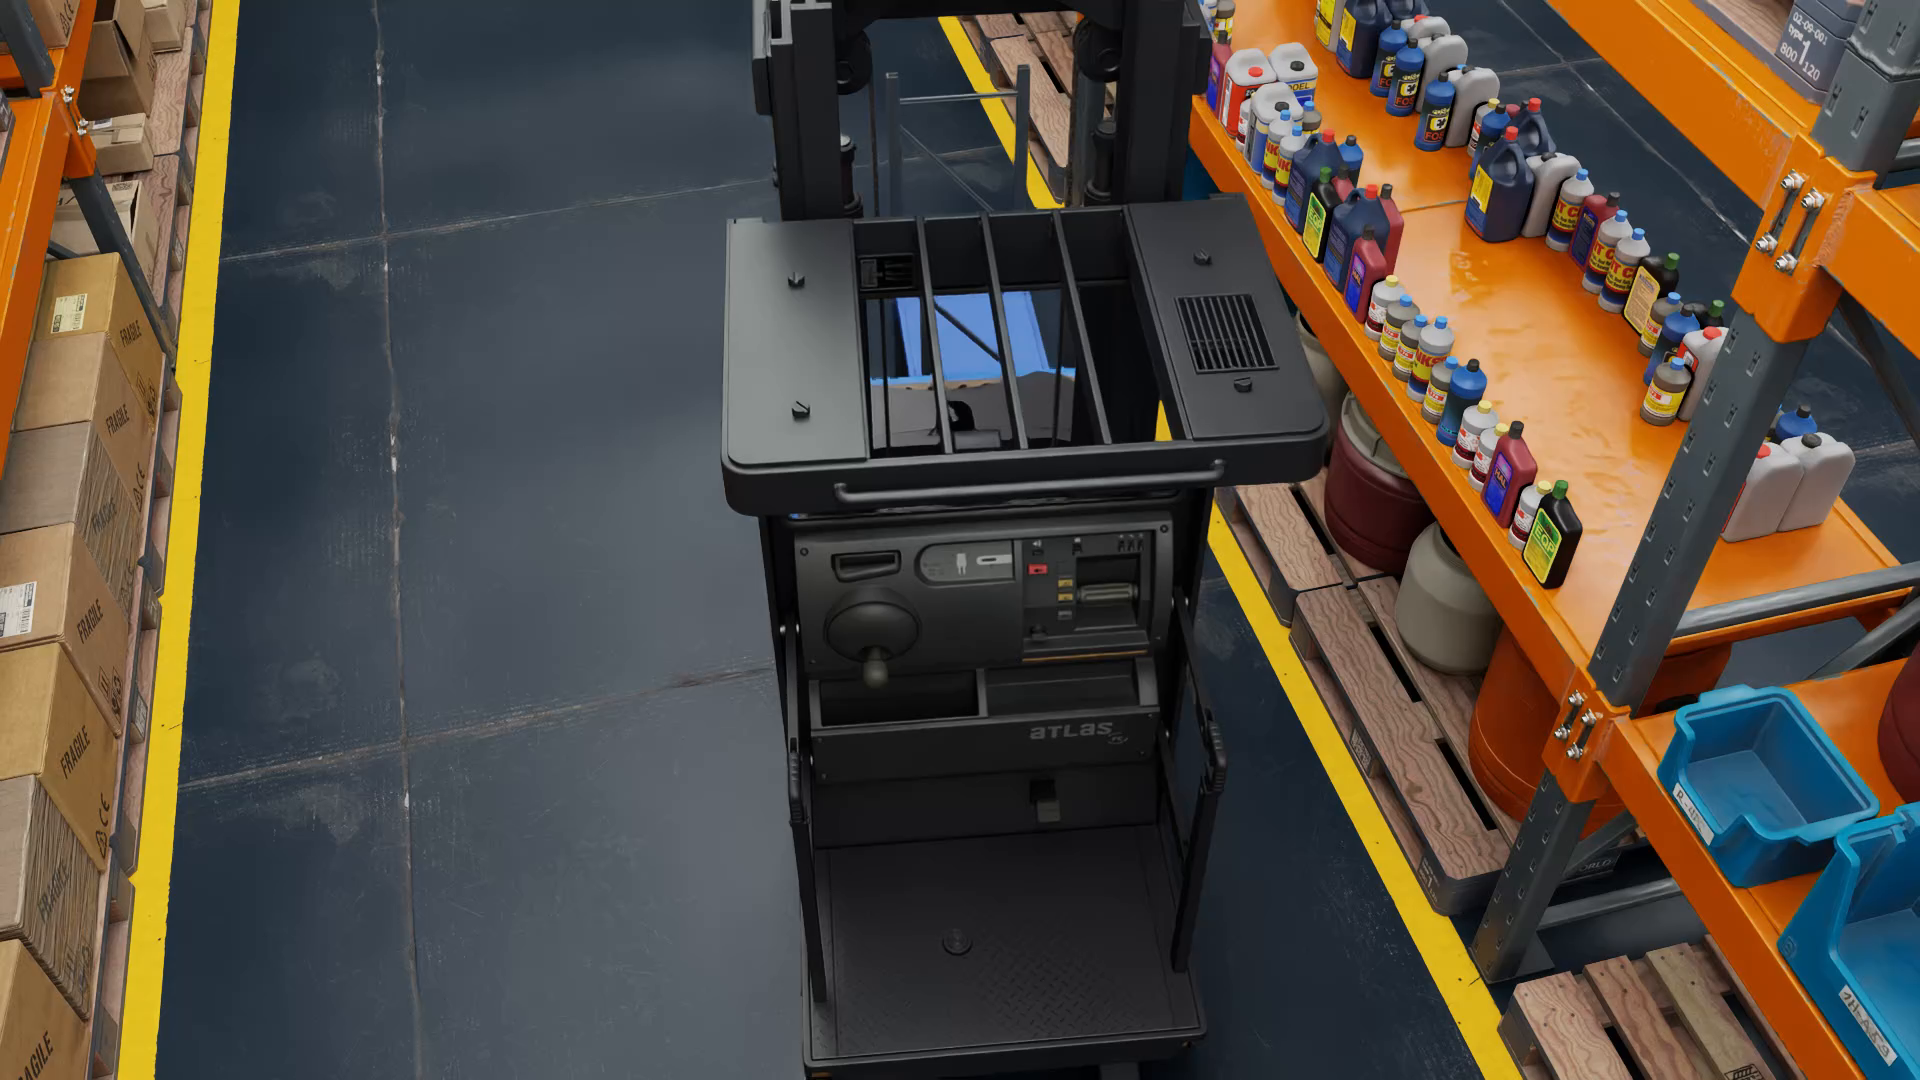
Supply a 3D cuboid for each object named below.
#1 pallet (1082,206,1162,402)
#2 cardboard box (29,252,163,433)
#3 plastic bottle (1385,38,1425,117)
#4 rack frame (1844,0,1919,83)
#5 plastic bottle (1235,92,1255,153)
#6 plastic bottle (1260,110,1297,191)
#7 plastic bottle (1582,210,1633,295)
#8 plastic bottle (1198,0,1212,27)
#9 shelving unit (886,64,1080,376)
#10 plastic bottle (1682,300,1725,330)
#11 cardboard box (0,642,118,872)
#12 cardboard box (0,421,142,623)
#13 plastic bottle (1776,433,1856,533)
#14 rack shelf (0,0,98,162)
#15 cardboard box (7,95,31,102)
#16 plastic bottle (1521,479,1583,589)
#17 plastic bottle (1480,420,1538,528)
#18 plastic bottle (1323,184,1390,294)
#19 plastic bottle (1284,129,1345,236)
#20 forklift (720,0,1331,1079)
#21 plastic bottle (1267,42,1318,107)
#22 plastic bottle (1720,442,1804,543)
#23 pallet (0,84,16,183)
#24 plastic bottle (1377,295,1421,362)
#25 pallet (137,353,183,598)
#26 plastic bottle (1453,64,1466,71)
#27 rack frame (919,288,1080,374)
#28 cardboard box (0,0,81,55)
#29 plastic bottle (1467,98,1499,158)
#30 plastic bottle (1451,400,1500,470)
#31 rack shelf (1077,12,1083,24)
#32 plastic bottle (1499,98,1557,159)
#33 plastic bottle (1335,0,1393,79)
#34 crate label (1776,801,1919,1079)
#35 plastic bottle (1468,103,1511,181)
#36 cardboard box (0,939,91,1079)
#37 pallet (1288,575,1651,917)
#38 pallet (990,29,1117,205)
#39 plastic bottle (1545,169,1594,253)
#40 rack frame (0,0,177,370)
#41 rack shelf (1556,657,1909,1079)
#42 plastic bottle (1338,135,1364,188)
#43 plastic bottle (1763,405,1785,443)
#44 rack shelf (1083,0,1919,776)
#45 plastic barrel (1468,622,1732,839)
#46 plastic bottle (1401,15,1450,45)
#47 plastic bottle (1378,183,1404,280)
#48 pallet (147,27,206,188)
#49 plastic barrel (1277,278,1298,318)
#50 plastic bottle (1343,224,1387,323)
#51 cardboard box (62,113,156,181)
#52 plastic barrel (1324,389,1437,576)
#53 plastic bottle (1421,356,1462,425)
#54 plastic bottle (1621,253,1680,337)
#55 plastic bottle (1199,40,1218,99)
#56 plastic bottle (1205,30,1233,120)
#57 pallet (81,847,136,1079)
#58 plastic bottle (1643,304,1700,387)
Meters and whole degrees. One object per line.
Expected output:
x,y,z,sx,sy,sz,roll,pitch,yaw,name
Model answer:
1.169,-1.101,7.182,1.003,0.211,1.213,-11,47,-10,pallet
-3.374,-0.705,6.283,0.500,0.500,0.500,-11,47,-11,cardboard box
1.567,-1.631,5.838,0.097,0.271,0.097,0,46,0,plastic bottle
2.036,-1.956,1.866,1.000,3.000,0.127,-11,47,-10,rack frame
1.002,-1.435,5.695,0.097,0.201,0.097,0,46,0,plastic bottle
1.062,-1.299,5.513,0.097,0.271,0.097,0,46,0,plastic bottle
1.998,-0.892,5.114,0.097,0.271,0.097,0,46,0,plastic bottle
0.859,-1.846,6.049,0.097,0.271,0.097,0,46,0,plastic bottle
0.058,-0.734,5.919,0.538,1.500,1.048,-5,46,-5,shelving unit
2.129,-0.593,4.813,0.061,0.283,0.133,-11,47,-10,plastic bottle
-2.857,0.694,4.912,0.500,0.500,0.500,-11,47,-11,cardboard box
-3.128,-0.016,5.608,0.500,0.500,0.500,-10,46,-10,cardboard box
2.238,-0.171,4.404,0.152,0.276,0.135,-11,47,-10,plastic bottle
-4.289,-2.844,7.440,1.077,0.370,4.000,-11,47,-10,rack shelf
-4.389,-1.787,7.476,0.500,0.311,0.500,-11,47,-10,cardboard box
1.520,-0.017,4.248,0.061,0.283,0.133,-11,47,-10,plastic bottle
1.461,-0.176,4.404,0.061,0.283,0.133,-11,47,-10,plastic bottle
1.227,-0.947,5.112,0.144,0.351,0.185,-11,47,-10,plastic bottle
1.145,-1.167,5.327,0.144,0.351,0.185,-11,47,-10,plastic bottle
0.085,0.242,3.960,1.130,2.935,3.031,-4,46,-4,forklift
1.146,-1.574,5.779,0.152,0.276,0.135,-11,47,-10,plastic bottle
2.091,-0.143,4.377,0.152,0.276,0.135,-11,47,-10,plastic bottle
-3.678,-1.076,5.339,1.003,0.211,1.213,-11,47,-10,pallet
1.300,-0.634,4.910,0.097,0.201,0.097,0,46,0,plastic bottle
-3.533,-0.184,6.283,1.003,0.211,1.213,-11,47,-10,pallet
1.739,-1.567,5.824,0.097,0.201,0.097,0,46,0,plastic bottle
0.122,-0.374,5.566,0.500,1.500,0.032,-5,46,-5,rack frame
-3.644,-2.151,6.188,0.500,0.500,0.500,-10,46,-9,cardboard box
1.798,-1.407,5.668,0.097,0.201,0.097,0,46,0,plastic bottle
1.424,-0.297,4.580,0.097,0.201,0.097,0,46,0,plastic bottle
0.500,-3.747,8.325,1.077,0.370,4.000,-11,47,-10,rack shelf
1.846,-1.265,5.424,0.144,0.351,0.185,-11,47,-10,plastic bottle
1.472,-1.872,6.019,0.144,0.351,0.185,-11,47,-10,plastic bottle
2.029,0.867,3.276,0.502,0.435,0.616,-11,47,-10,crate label
1.773,-1.328,5.541,0.097,0.271,0.097,0,46,0,plastic bottle
-2.594,1.401,4.219,0.500,0.500,0.500,-9,46,-9,cardboard box
1.794,0.583,5.531,1.003,0.211,1.213,-11,47,-10,pallet
0.786,-2.142,8.202,1.003,0.211,1.213,-11,47,-10,pallet
1.939,-1.051,5.270,0.097,0.271,0.097,0,46,0,plastic bottle
-3.777,-1.715,5.830,1.000,3.000,0.127,-11,47,-10,rack frame
2.548,1.776,2.913,1.077,0.370,4.000,-11,47,-10,rack shelf
1.251,-1.191,5.407,0.097,0.271,0.097,0,46,0,plastic bottle
2.210,-0.297,4.580,0.097,0.201,0.097,0,46,0,plastic bottle
1.524,-0.985,5.619,1.077,0.370,4.000,-11,47,-10,rack shelf
1.894,0.422,4.962,0.600,0.830,0.708,-11,47,-10,plastic barrel
1.648,-1.761,5.962,0.152,0.276,0.135,-11,47,-10,plastic bottle
1.319,-0.960,5.172,0.061,0.283,0.133,-11,47,-10,plastic bottle
-4.268,-2.057,8.118,1.003,0.211,1.213,-11,47,-10,pallet
1.316,-1.163,6.464,0.600,0.901,0.708,-11,47,-10,plastic barrel
1.227,-0.806,5.021,0.061,0.283,0.133,-11,47,-10,plastic bottle
-3.907,-1.802,7.591,0.380,0.166,0.250,-11,47,-10,cardboard box
1.605,-0.273,5.812,0.600,0.588,0.708,-11,47,-10,plastic barrel
1.374,-0.432,4.712,0.097,0.201,0.097,0,46,0,plastic bottle
2.070,-0.753,4.969,0.061,0.283,0.133,-11,47,-10,plastic bottle
0.909,-1.687,5.942,0.097,0.201,0.097,0,46,0,plastic bottle
0.921,-1.633,5.831,0.061,0.283,0.133,-11,47,-10,plastic bottle
-2.908,1.501,4.632,1.003,0.211,1.213,-11,47,-10,pallet
2.057,-0.562,4.791,0.097,0.271,0.097,0,46,0,plastic bottle
